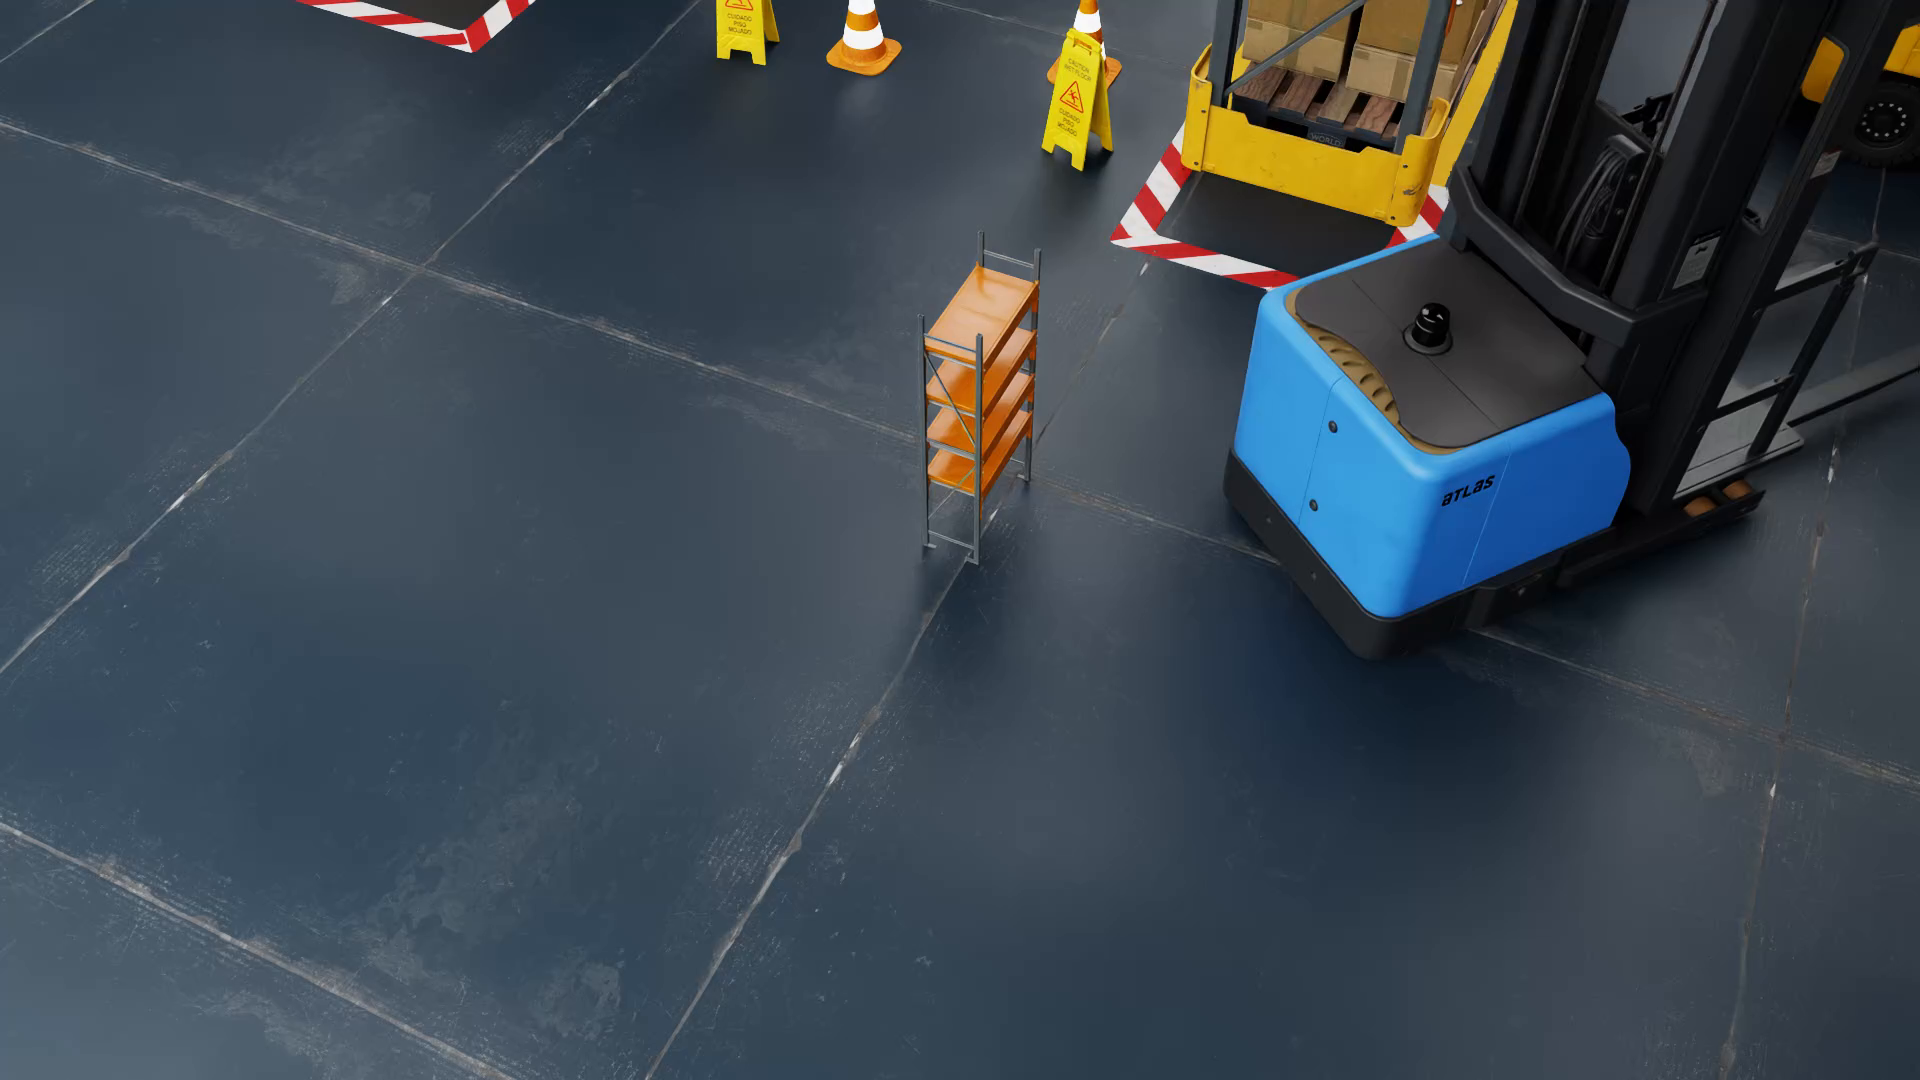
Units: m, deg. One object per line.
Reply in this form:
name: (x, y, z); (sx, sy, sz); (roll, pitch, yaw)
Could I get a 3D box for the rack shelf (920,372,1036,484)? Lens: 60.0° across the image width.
rack shelf: (0.071, -0.459, 6.256); (0.258, 0.148, 0.480); (20, 52, 16)

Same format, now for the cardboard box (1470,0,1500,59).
cardboard box: (2.448, -2.741, 8.457); (0.500, 0.250, 0.500); (22, 53, 17)

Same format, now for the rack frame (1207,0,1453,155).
rack frame: (1.628, -2.681, 6.877); (1.000, 3.000, 0.127); (20, 52, 16)

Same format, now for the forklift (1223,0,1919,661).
forklift: (2.603, -1.302, 5.749); (3.031, 2.935, 1.130); (-21, 53, -17)

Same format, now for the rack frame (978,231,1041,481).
rack frame: (0.175, -0.671, 6.348); (0.240, 1.200, 0.015); (20, 52, 16)

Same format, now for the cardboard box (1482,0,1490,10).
cardboard box: (2.452, -3.013, 8.196); (0.500, 0.500, 0.500); (18, 52, 15)

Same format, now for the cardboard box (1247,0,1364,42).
cardboard box: (1.735, -2.806, 8.020); (0.500, 0.500, 0.500); (20, 53, 16)

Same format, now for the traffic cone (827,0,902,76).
traffic cone: (-0.503, -2.702, 8.560); (0.336, 0.463, 0.334); (20, 52, 16)

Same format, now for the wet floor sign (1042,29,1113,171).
wet floor sign: (0.580, -2.135, 7.958); (0.232, 0.644, 0.267); (-37, 59, -27)

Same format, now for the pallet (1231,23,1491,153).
pallet: (2.040, -2.378, 8.450); (1.003, 0.211, 1.213); (20, 52, 16)

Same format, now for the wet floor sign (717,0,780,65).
wet floor sign: (-1.113, -2.795, 8.520); (0.267, 0.644, 0.232); (12, 51, 10)

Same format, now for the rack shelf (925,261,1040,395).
rack shelf: (0.071, -0.757, 5.906); (0.258, 0.148, 0.480); (20, 52, 16)

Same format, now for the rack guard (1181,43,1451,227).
rack guard: (1.661, -1.923, 7.873); (1.175, 0.500, 0.348); (20, 52, 16)

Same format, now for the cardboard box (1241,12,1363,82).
cardboard box: (1.741, -2.587, 8.326); (0.500, 0.250, 0.500); (20, 52, 16)

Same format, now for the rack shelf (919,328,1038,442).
rack shelf: (0.071, -0.604, 6.086); (0.258, 0.148, 0.480); (20, 52, 16)

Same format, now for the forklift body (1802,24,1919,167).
forklift body: (5.278, -2.693, 7.444); (2.313, 2.155, 1.214); (20, 52, 16)

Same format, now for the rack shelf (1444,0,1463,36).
rack shelf: (2.483, -3.825, 8.323); (1.077, 0.370, 4.000); (20, 52, 16)

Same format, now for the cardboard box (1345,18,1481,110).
cardboard box: (2.223, -2.392, 8.160); (0.500, 0.250, 0.500); (19, 52, 16)

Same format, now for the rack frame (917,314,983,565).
rack frame: (-0.034, -0.335, 6.062); (0.240, 1.200, 0.015); (20, 52, 16)

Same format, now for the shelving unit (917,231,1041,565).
shelving unit: (0.071, -0.503, 6.205); (0.258, 1.200, 0.503); (20, 52, 16)

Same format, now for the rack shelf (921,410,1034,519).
rack shelf: (0.071, -0.331, 6.408); (0.258, 0.148, 0.480); (20, 52, 16)

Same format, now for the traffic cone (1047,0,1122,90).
traffic cone: (0.646, -2.575, 8.452); (0.336, 0.463, 0.334); (20, 52, 16)

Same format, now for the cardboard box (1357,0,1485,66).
cardboard box: (2.233, -2.651, 7.889); (0.500, 0.500, 0.500); (18, 52, 15)

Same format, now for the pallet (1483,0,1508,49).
pallet: (2.562, -3.215, 9.162); (1.003, 0.211, 1.213); (20, 52, 16)
